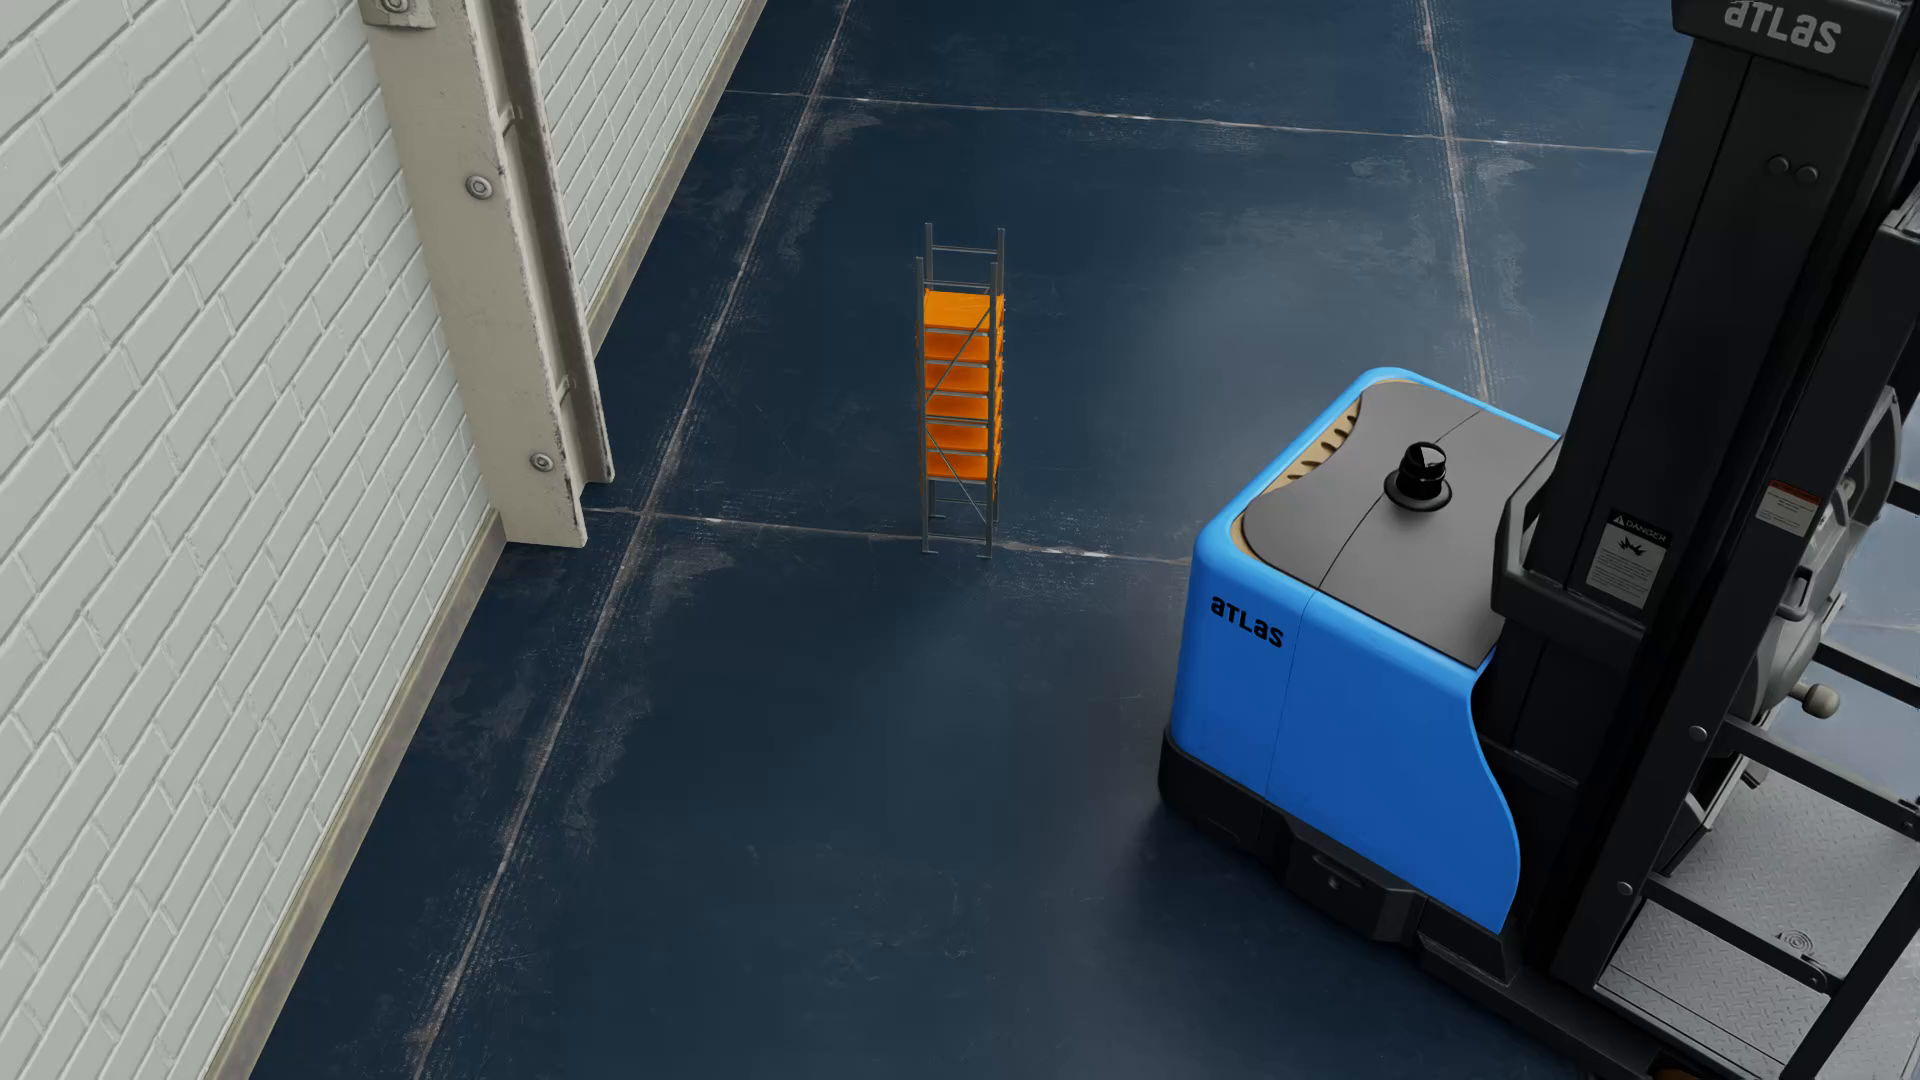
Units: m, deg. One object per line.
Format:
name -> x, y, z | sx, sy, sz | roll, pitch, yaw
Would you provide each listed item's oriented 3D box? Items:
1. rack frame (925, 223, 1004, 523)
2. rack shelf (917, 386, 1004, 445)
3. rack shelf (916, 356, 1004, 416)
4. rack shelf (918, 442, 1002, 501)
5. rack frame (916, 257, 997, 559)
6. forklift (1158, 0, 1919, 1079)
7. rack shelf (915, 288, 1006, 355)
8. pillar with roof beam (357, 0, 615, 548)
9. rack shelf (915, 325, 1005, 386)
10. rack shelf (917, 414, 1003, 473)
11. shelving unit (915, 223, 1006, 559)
rack frame -> 0.014, -0.508, 5.414 | 0.240, 1.200, 0.006 | 5, 44, 6
rack shelf -> 0.002, -0.413, 5.378 | 0.258, 0.103, 0.180 | 5, 44, 6
rack shelf -> 0.002, -0.500, 5.296 | 0.258, 0.103, 0.180 | 5, 44, 6
rack shelf -> 0.002, -0.239, 5.543 | 0.258, 0.103, 0.180 | 5, 44, 6
rack frame -> -0.010, -0.383, 5.282 | 0.240, 1.200, 0.006 | 5, 44, 6
forklift -> 2.044, 0.092, 3.521 | 3.031, 2.935, 1.130 | 29, 51, 27
rack shelf -> 0.002, -0.675, 5.131 | 0.258, 0.103, 0.180 | 5, 44, 6
pillar with roof beam -> 2.844, -2.998, 2.371 | 9.100, 9.000, 0.400 | 5, 44, 6
rack shelf -> 0.002, -0.588, 5.213 | 0.258, 0.103, 0.180 | 5, 44, 6
rack shelf -> 0.002, -0.326, 5.461 | 0.258, 0.103, 0.180 | 5, 44, 6
shelving unit -> 0.002, -0.446, 5.348 | 0.258, 1.200, 0.189 | 5, 44, 6
